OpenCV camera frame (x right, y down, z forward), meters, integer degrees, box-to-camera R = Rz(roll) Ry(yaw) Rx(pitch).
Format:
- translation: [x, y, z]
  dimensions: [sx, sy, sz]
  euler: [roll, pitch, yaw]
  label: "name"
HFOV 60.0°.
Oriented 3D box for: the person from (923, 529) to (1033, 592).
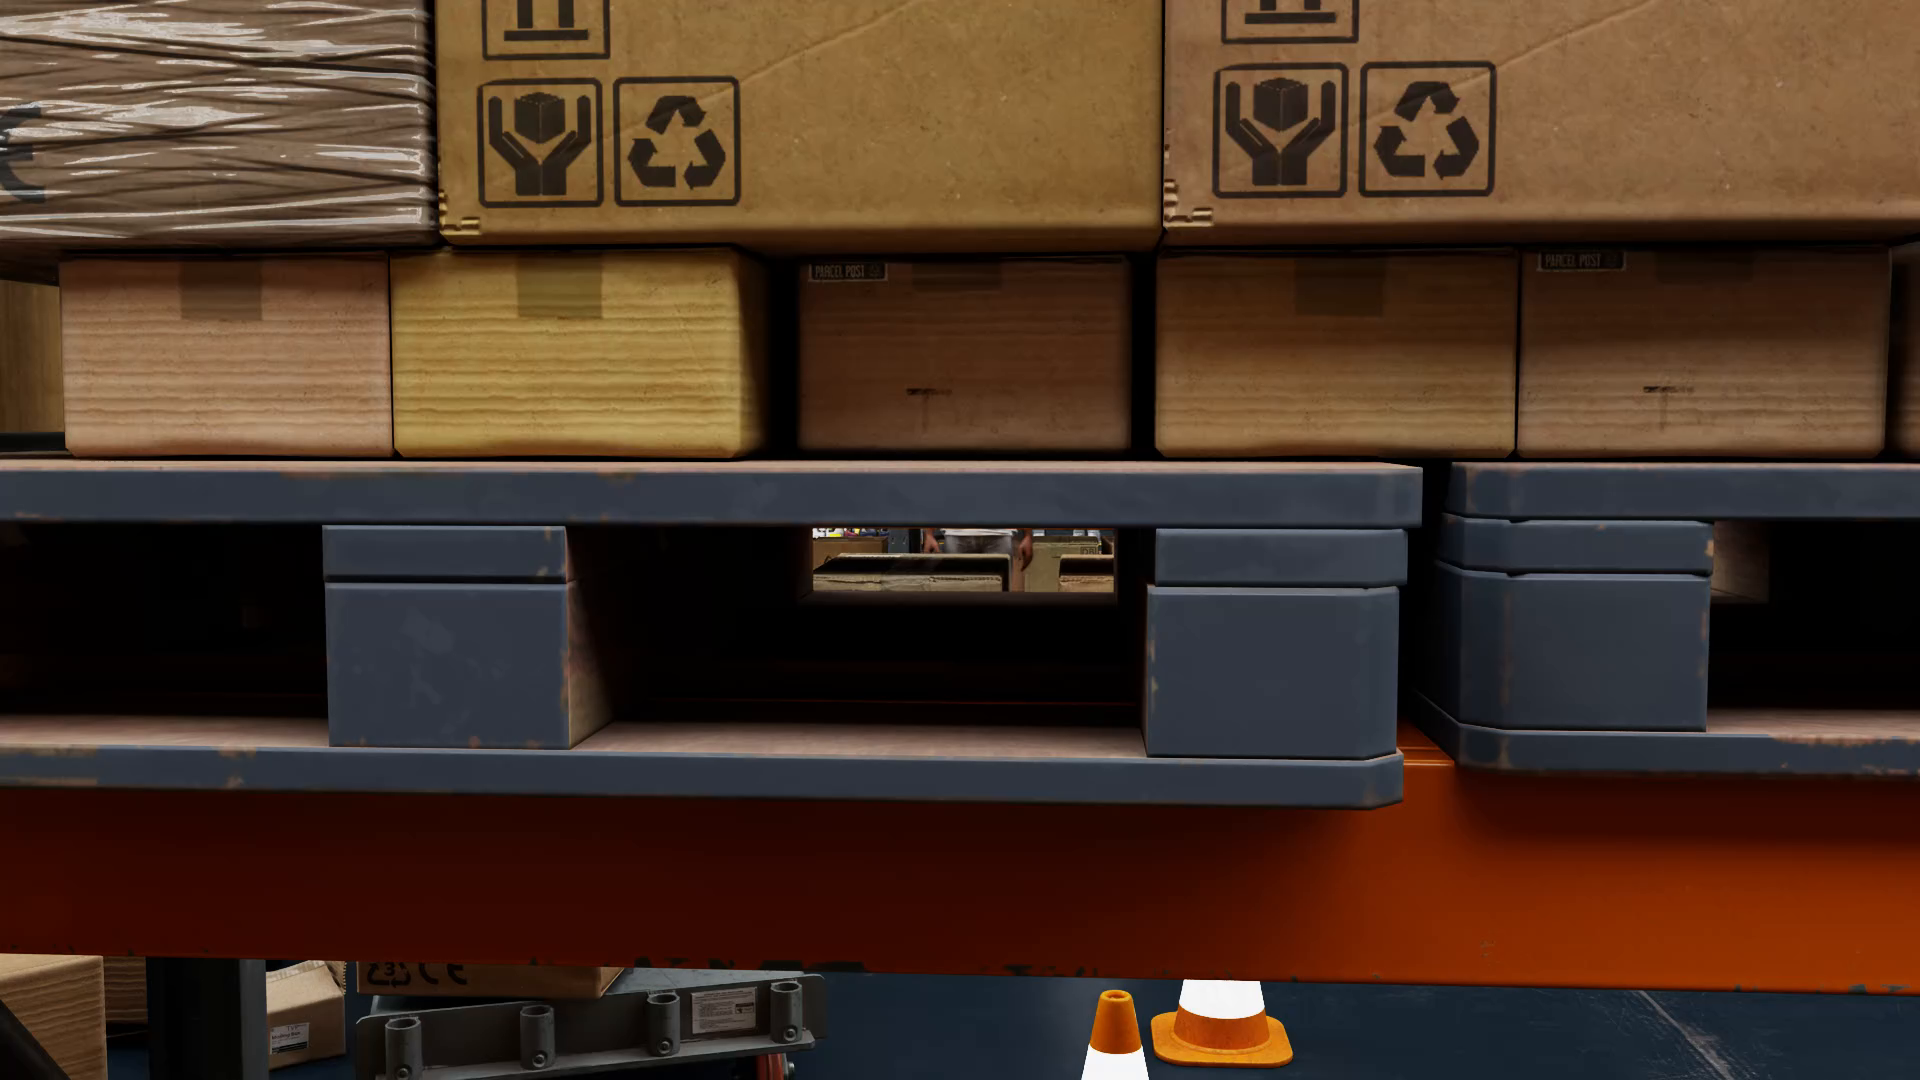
- translation: [0.105, -0.005, 9.327]
  dimensions: [0.625, 1.759, 0.463]
  euler: [0, 4, 1]
  label: "person"
